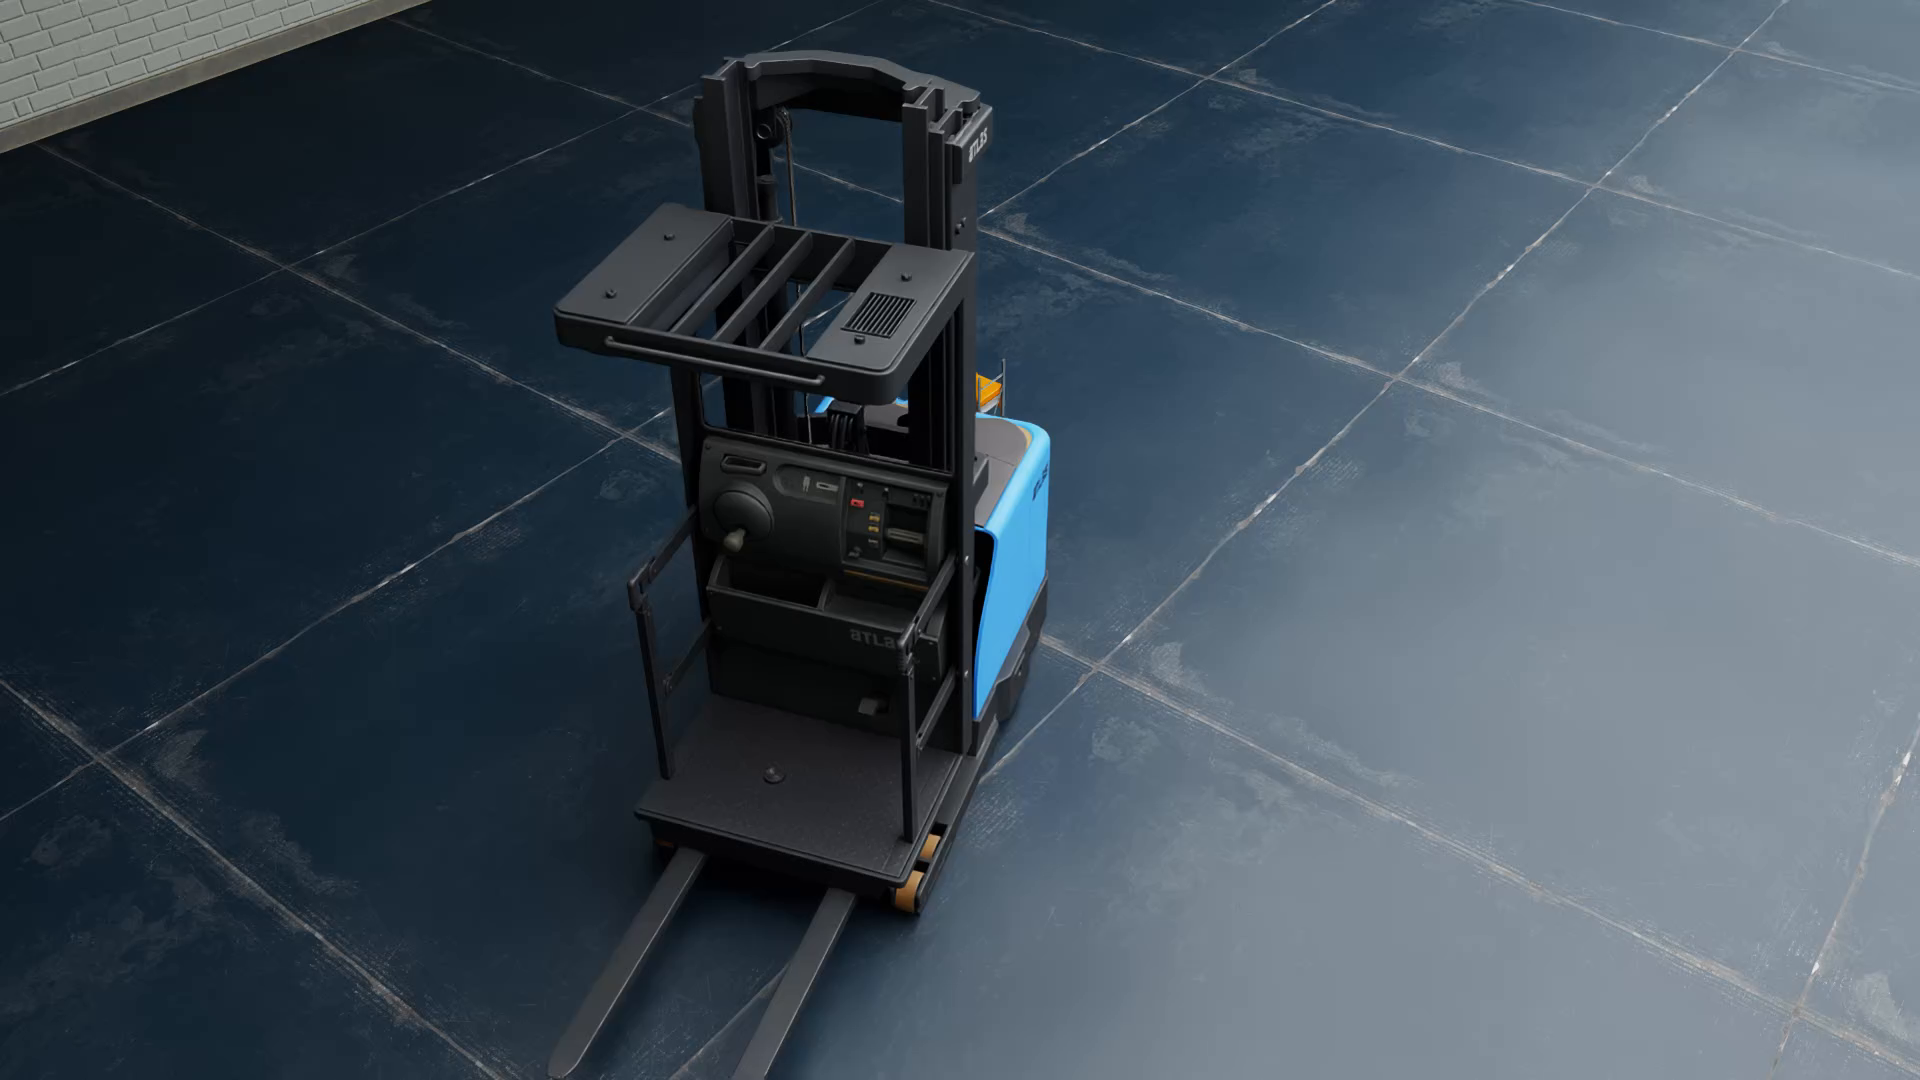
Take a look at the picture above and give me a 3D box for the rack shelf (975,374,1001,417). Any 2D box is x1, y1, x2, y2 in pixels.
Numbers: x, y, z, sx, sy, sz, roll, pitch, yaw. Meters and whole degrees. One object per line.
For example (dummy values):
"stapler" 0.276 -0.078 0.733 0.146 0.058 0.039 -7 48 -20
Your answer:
"rack shelf" 0.042 -0.608 7.593 0.240 0.259 0.215 25 45 29

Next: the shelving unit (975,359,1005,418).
"shelving unit" 0.042 -0.393 7.762 0.252 1.050 0.215 25 45 29

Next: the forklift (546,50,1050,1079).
"forklift" -0.564 -0.026 5.767 1.130 2.935 3.031 12 40 15

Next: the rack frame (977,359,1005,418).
"rack frame" 0.139 -0.348 7.703 0.008 1.050 0.200 25 45 29
